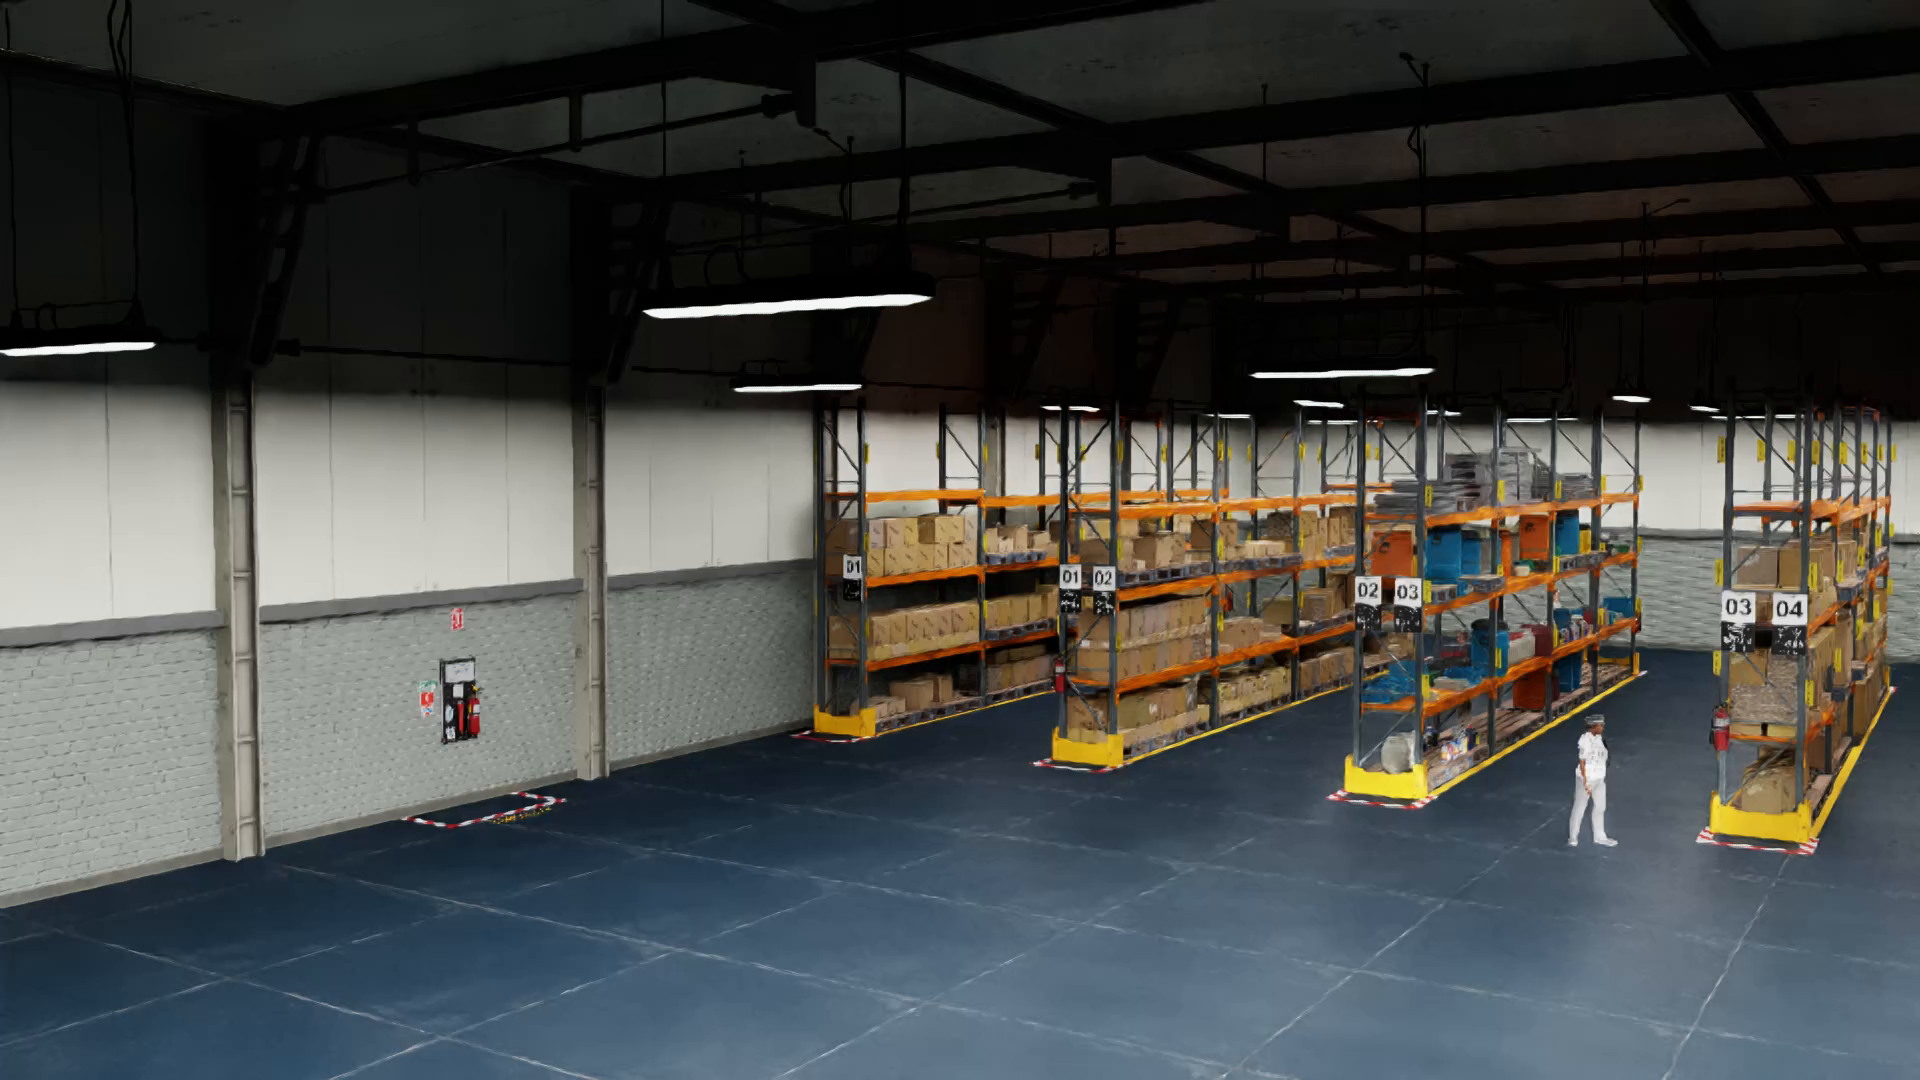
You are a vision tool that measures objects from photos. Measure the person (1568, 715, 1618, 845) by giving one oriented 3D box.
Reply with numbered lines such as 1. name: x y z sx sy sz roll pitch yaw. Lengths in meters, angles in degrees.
1. person: 8.031 3.051 21.186 0.574 1.676 0.467 -2 4 -34

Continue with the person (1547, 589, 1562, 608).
1. person: 14.569 2.020 40.681 0.647 1.664 0.499 -2 3 -27

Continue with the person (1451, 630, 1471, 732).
1. person: 8.596 2.412 28.574 0.400 1.726 0.650 3 4 42
